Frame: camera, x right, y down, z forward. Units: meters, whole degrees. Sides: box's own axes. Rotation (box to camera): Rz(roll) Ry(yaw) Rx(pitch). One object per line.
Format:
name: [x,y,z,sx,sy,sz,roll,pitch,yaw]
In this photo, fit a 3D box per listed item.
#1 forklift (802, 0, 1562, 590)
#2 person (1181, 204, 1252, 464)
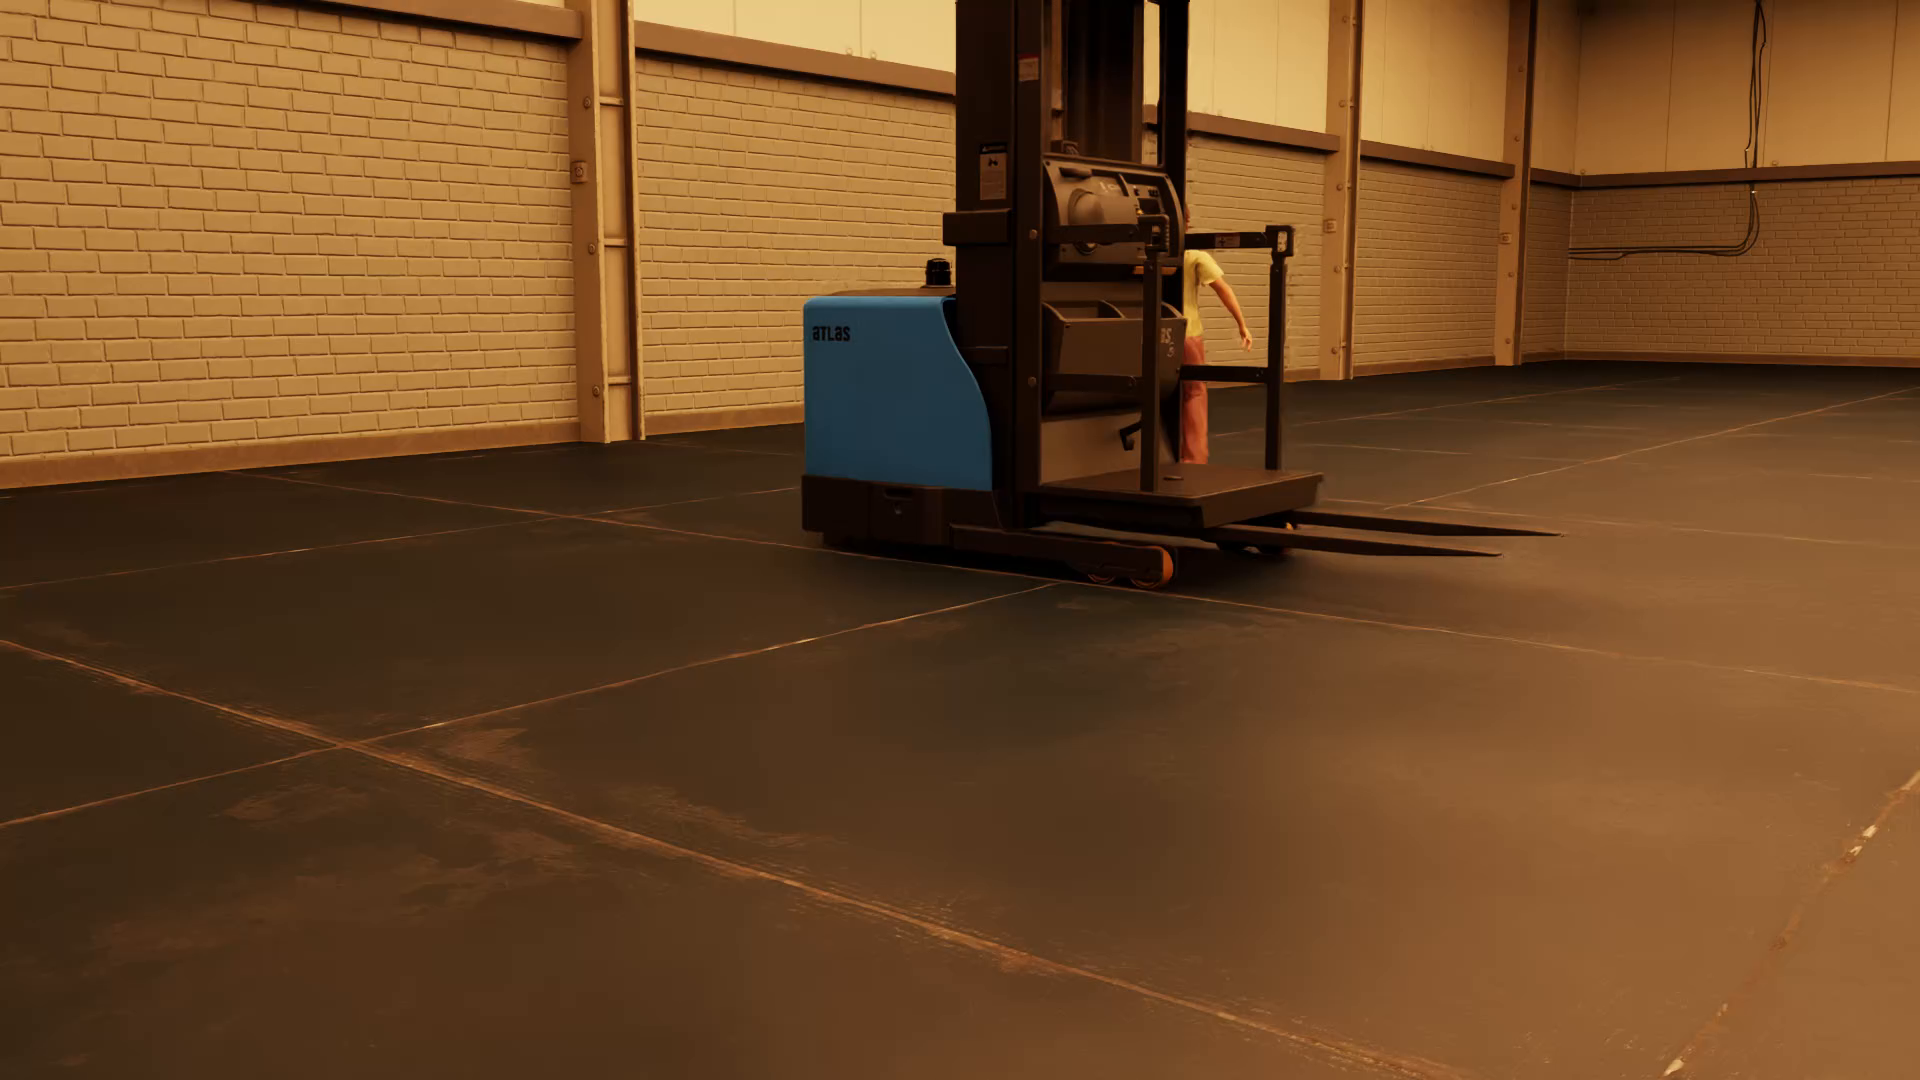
forklift: [0.789,-1.353,6.526,3.031,2.935,1.130,6,10,37]
person: [1.295,-1.169,9.840,0.902,1.691,0.632,3,9,18]
